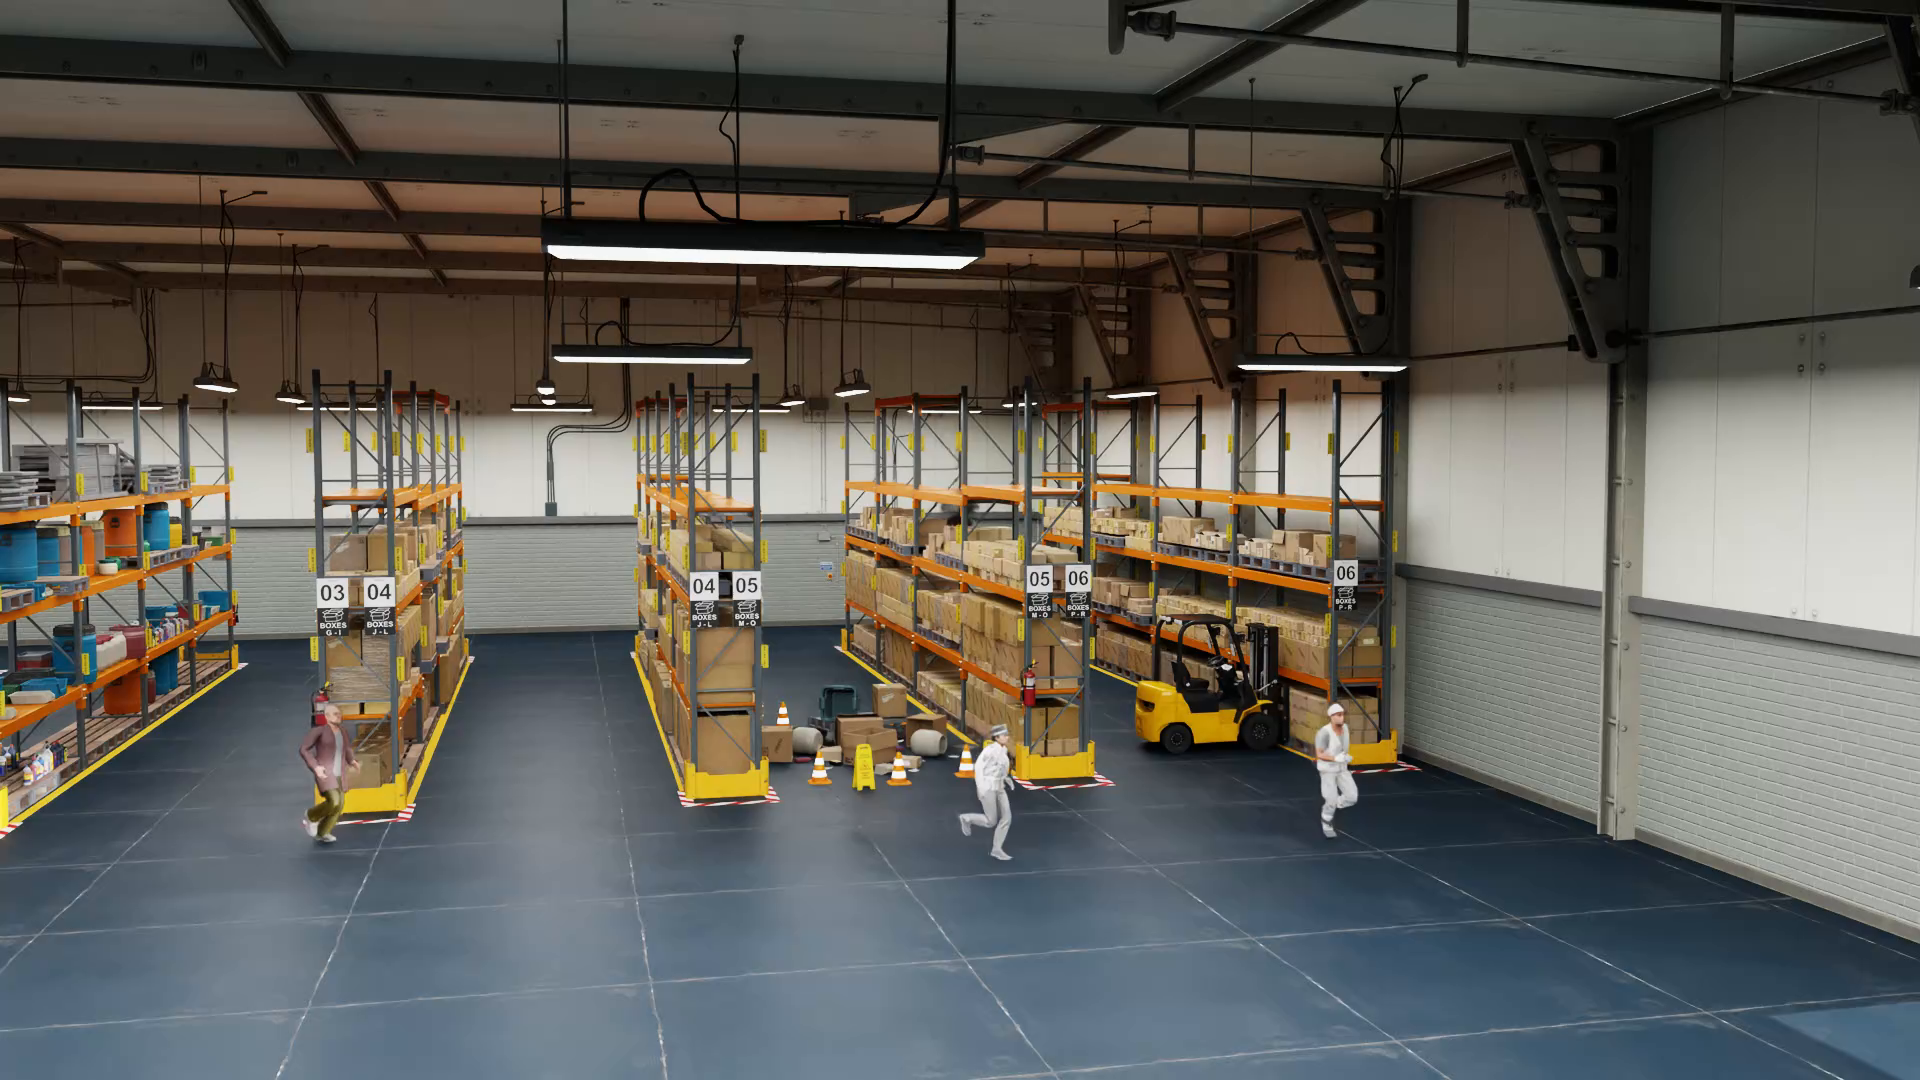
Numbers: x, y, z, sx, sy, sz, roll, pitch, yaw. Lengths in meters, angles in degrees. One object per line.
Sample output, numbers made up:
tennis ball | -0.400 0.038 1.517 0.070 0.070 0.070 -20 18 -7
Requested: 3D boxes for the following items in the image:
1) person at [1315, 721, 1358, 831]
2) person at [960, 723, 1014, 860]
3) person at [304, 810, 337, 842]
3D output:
person | 4.768 2.997 20.939 0.698 1.444 0.655 -2 4 -29
person | 0.322 3.036 20.178 0.726 1.658 0.498 2 4 33
person | -8.042 3.594 20.892 0.445 0.418 0.249 2 4 27
